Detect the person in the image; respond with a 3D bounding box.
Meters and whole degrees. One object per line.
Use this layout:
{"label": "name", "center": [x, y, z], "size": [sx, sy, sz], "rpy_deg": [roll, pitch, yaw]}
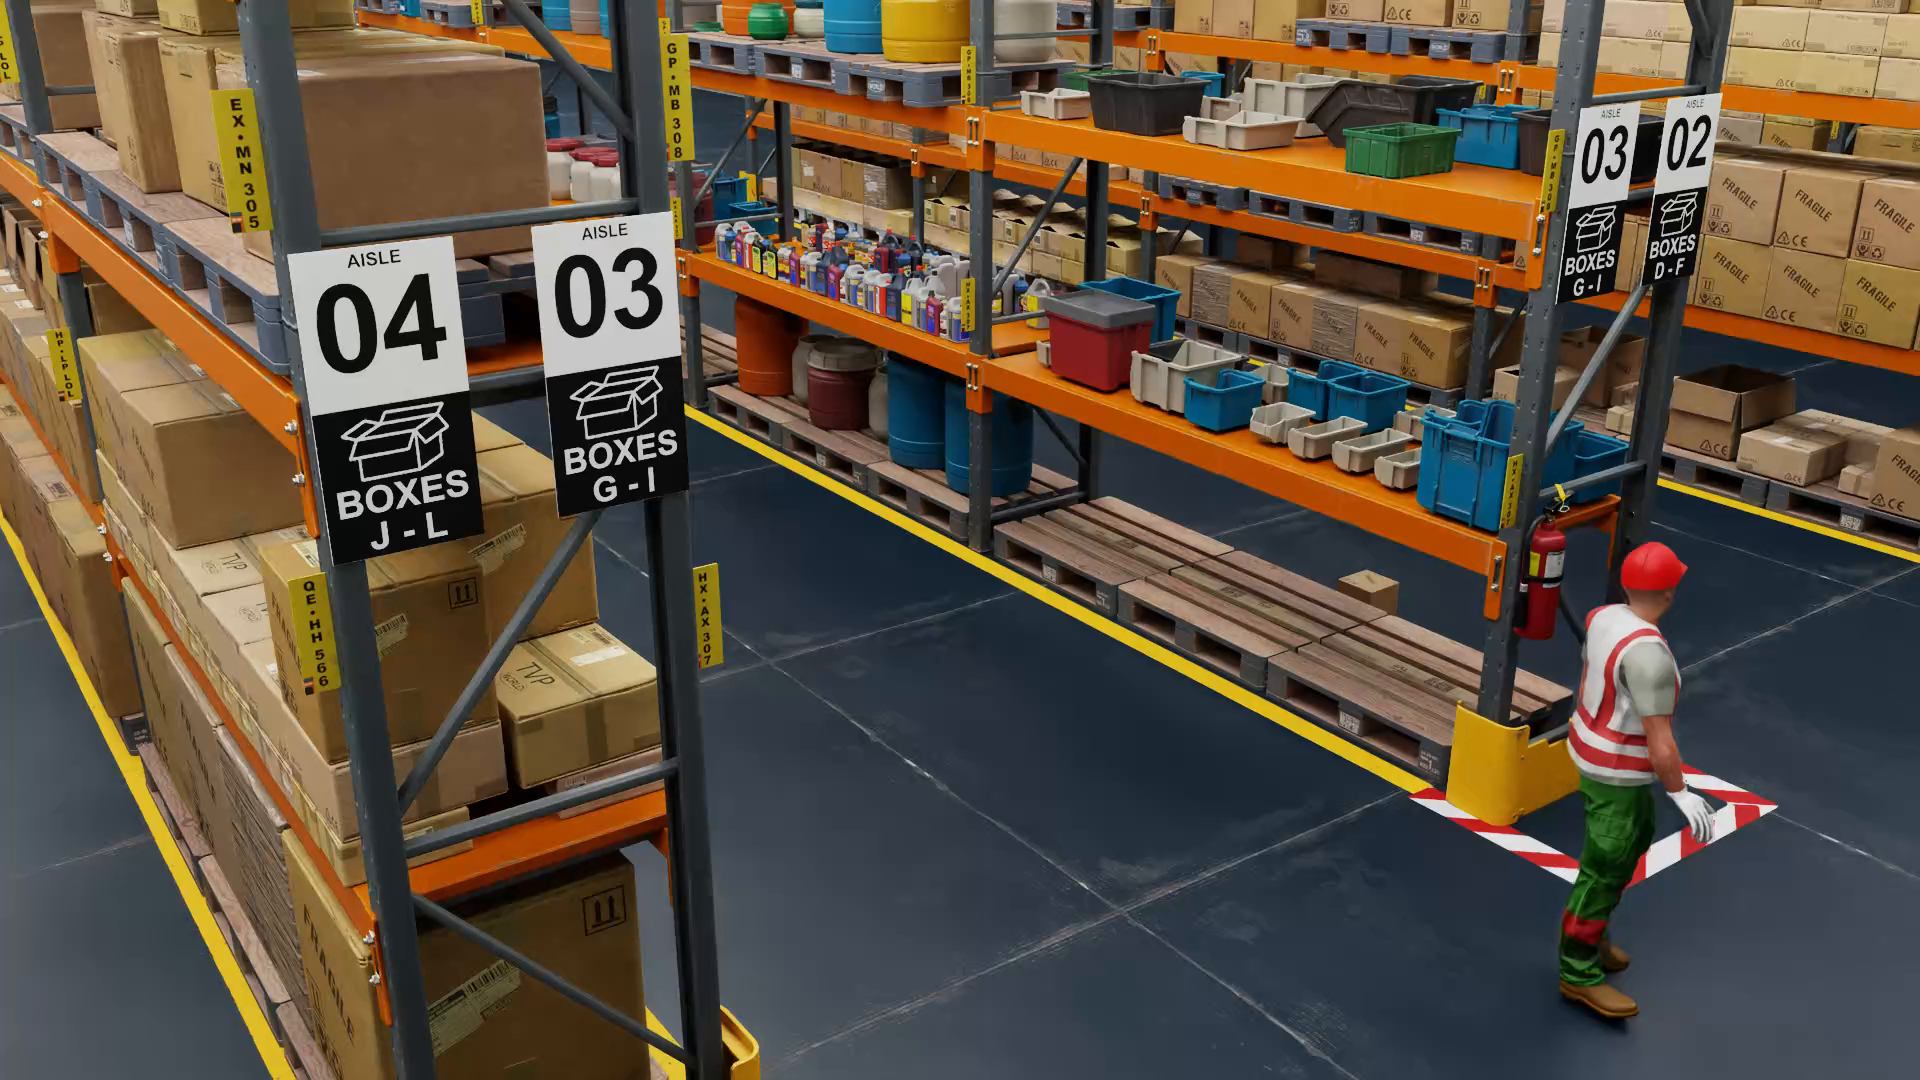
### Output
{"label": "person", "center": [2.532, 0.878, 6.260], "size": [0.467, 1.798, 0.717], "rpy_deg": [4, 21, 10]}
